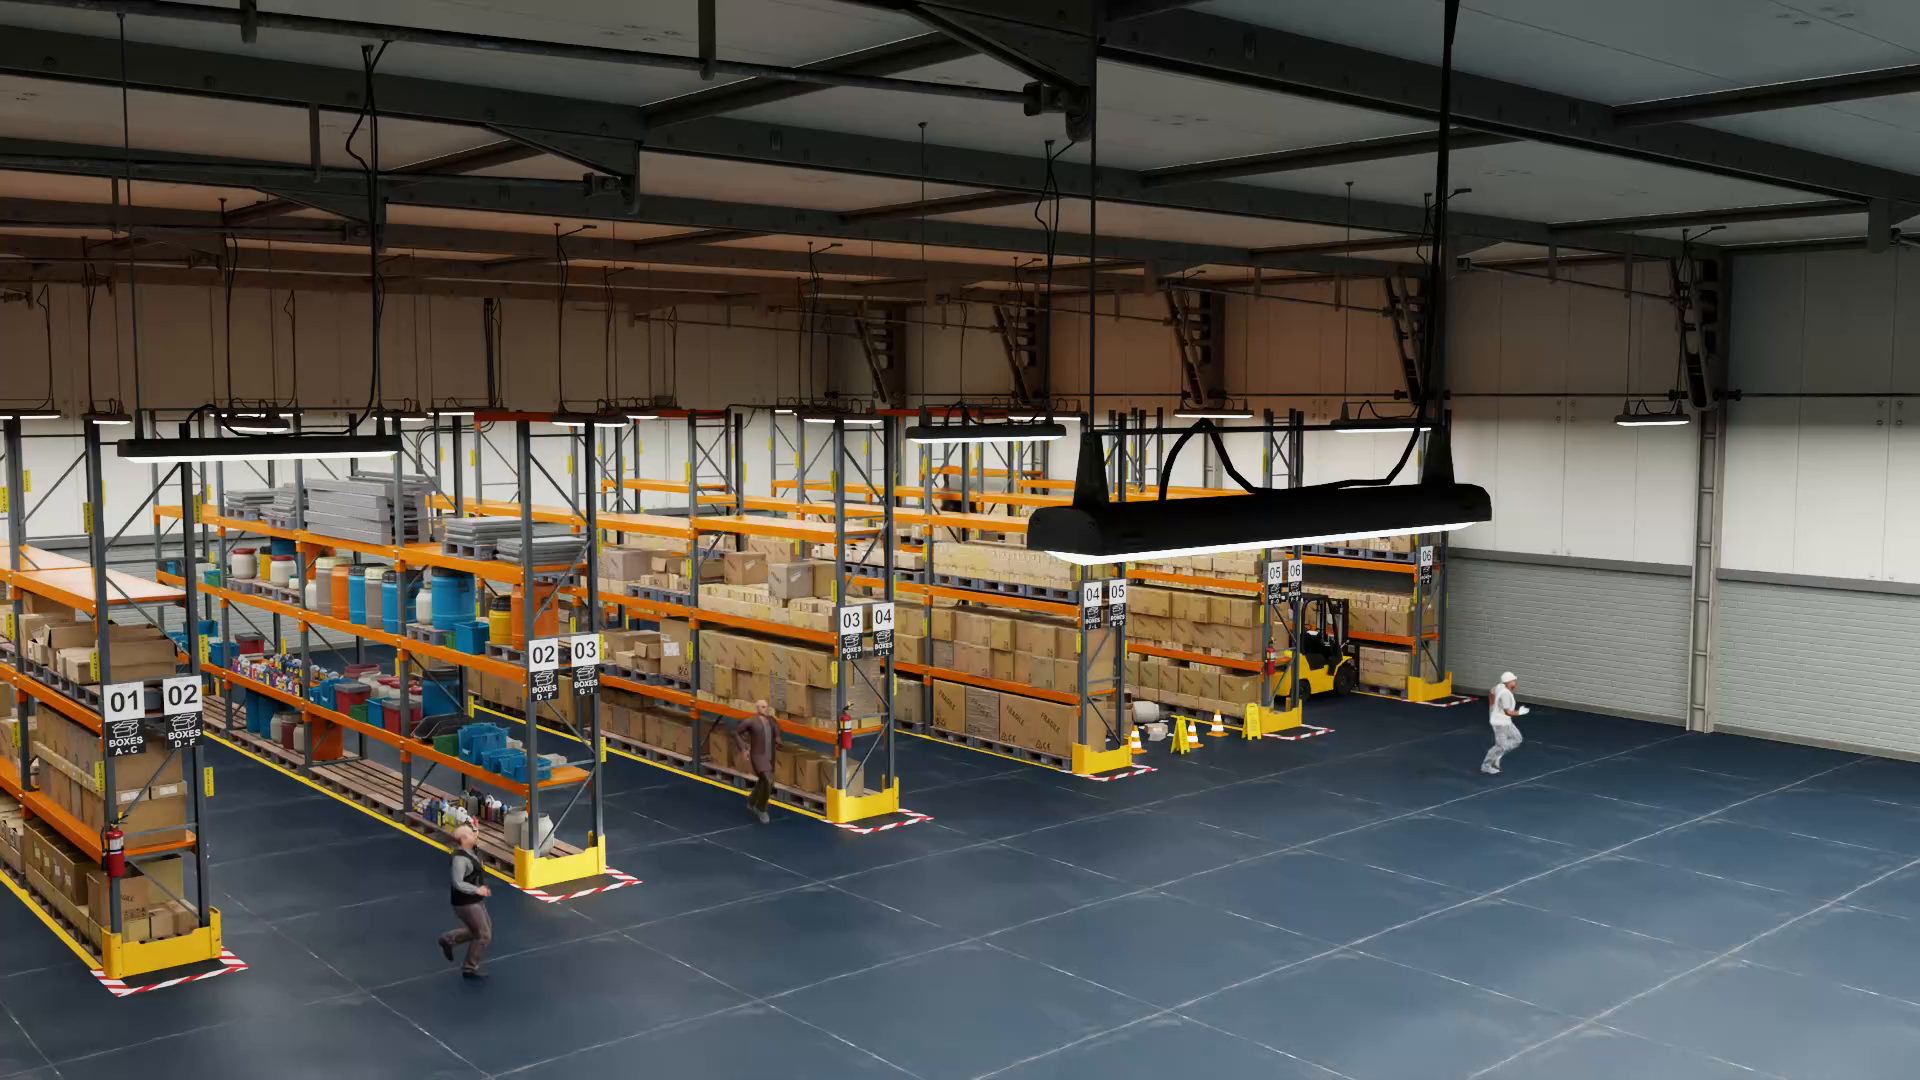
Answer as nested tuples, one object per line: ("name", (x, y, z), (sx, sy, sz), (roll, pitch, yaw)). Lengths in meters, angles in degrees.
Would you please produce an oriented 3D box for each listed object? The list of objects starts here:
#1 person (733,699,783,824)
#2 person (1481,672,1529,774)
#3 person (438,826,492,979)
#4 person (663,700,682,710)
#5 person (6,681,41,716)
("person", (-2.939, 3.278, 24.713), (0.808, 1.824, 0.663), (4, 7, 40))
("person", (9.042, 3.031, 27.563), (0.723, 1.722, 0.722), (2, 5, 17))
("person", (-5.368, 3.921, 18.017), (0.584, 1.683, 0.700), (-1, 5, -14))
("person", (-5.591, 2.677, 32.522), (0.534, 1.612, 0.830), (-5, 7, -43))
("person", (-17.750, 2.749, 31.306), (0.808, 1.744, 0.694), (2, 5, 22))
